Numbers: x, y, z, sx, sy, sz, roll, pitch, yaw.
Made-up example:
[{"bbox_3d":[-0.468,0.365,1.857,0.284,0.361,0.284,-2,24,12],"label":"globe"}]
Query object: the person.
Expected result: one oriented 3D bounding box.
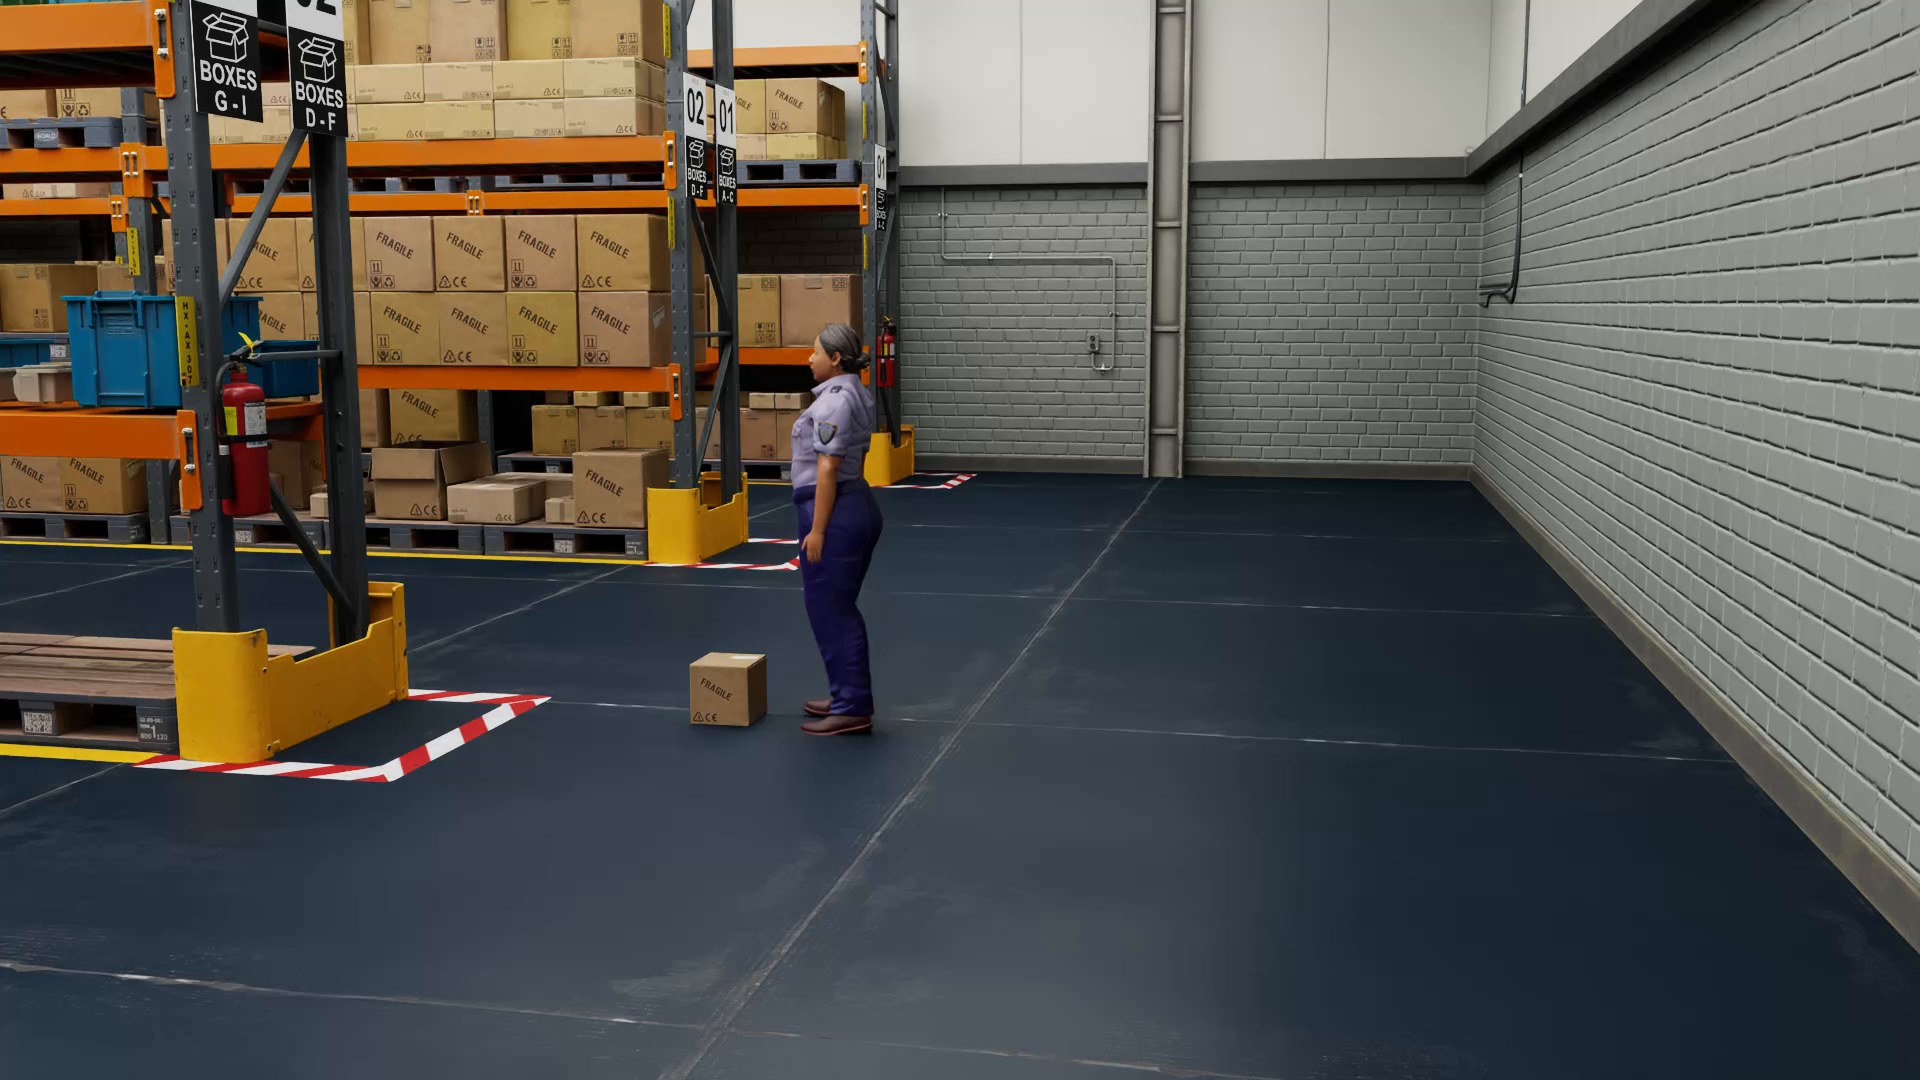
[{"bbox_3d":[-0.510,-0.043,6.750,0.366,1.654,0.465,2,8,13],"label":"person"}]
